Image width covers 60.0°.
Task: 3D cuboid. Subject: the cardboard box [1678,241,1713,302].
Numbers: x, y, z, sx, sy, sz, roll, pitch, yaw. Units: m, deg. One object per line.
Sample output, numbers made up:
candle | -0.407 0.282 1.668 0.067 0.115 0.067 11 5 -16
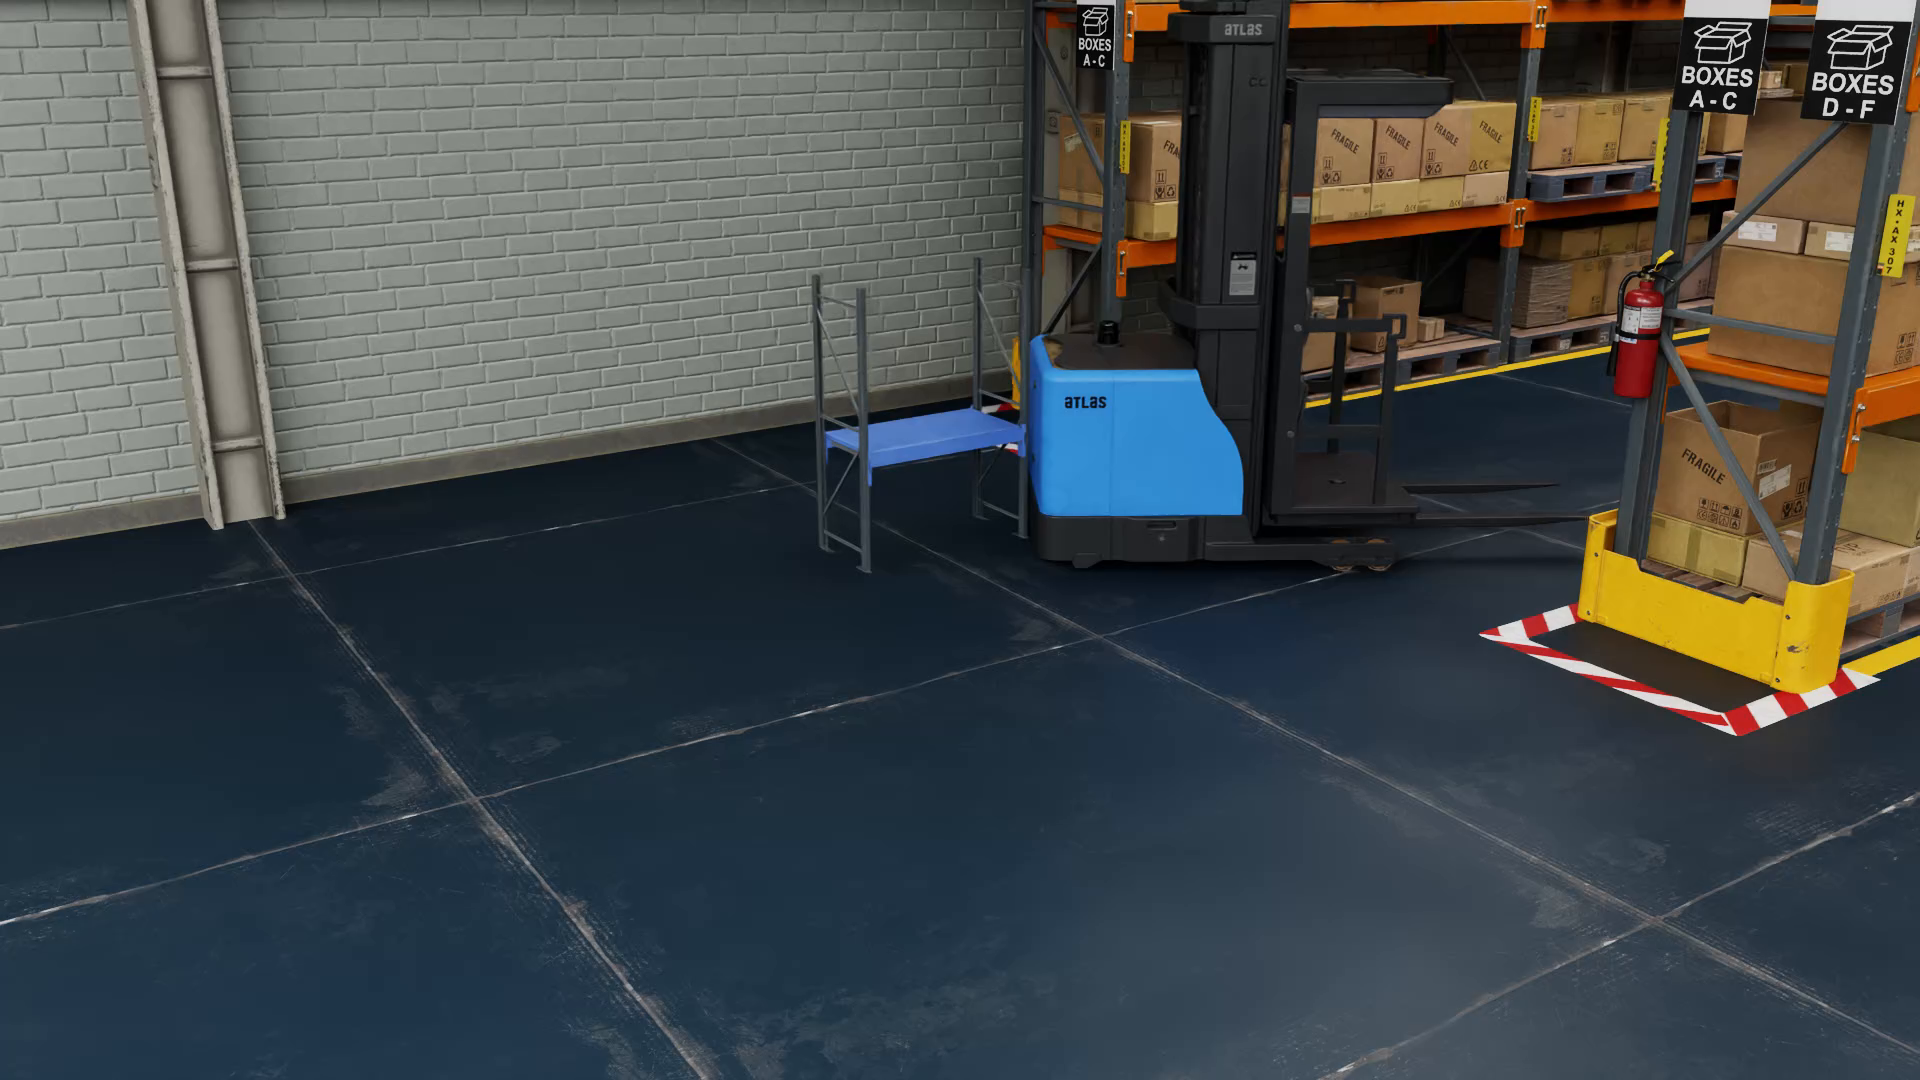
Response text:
cardboard box | 6.371 -2.489 15.141 0.500 0.500 0.700 -12 22 -31

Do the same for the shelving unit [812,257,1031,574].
shelving unit | -0.198 -0.693 8.952 1.048 1.500 0.538 -12 22 -32

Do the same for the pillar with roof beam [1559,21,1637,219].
pillar with roof beam | 8.244 -5.358 11.044 0.400 9.000 9.100 -12 22 -31

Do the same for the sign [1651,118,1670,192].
sign | 3.197 -1.740 7.532 0.005 0.325 0.100 -12 22 -31

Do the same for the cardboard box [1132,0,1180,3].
cardboard box | 1.174 -3.726 10.712 0.500 0.500 0.500 -11 22 -30

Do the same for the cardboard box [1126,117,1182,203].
cardboard box | 1.321 -2.554 11.147 0.500 0.500 0.500 -12 22 -31

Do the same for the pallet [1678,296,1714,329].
pallet | 6.785 -2.207 15.444 1.213 0.211 1.003 -12 22 -31

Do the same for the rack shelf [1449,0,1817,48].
rack shelf | 5.768 -4.394 13.997 4.000 0.370 1.077 -12 22 -31

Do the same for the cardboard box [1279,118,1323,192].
cardboard box | 2.174 -2.728 11.661 0.500 0.500 0.500 -13 22 -33

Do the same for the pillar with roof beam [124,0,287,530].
pillar with roof beam | -1.778 -3.245 4.792 0.400 9.000 9.100 -12 22 -31

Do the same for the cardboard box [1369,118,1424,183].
cardboard box | 3.032 -2.913 12.211 0.500 0.500 0.500 -13 22 -33

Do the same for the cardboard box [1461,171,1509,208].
cardboard box | 3.869 -2.735 12.854 0.500 0.250 0.500 -12 22 -31

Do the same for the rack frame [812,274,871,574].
rack frame | -0.620 -0.602 8.683 0.032 1.500 0.500 -12 22 -32

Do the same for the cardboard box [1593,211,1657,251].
cardboard box | 5.928 -2.729 14.678 0.500 0.250 0.500 -12 22 -32

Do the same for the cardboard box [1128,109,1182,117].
cardboard box | 1.459 -2.776 11.805 0.500 0.500 0.500 -12 22 -31

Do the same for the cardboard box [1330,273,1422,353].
cardboard box | 3.253 -1.792 13.077 0.500 0.500 0.500 -14 23 -35

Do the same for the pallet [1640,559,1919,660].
pallet | 4.100 0.243 8.196 1.213 0.211 1.003 -12 22 -31

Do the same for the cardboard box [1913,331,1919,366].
cardboard box | 4.317 -1.152 7.813 0.500 0.500 0.700 -11 22 -30

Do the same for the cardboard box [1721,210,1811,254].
cardboard box | 3.699 -1.405 7.548 0.250 0.149 0.380 -12 22 -32

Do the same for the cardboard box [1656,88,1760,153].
cardboard box | 6.599 -3.730 14.752 0.500 0.500 0.700 -14 23 -36

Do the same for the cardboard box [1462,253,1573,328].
cardboard box | 4.703 -2.119 14.046 0.500 0.500 0.700 -11 22 -30

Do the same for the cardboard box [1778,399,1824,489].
cardboard box | 4.596 -0.538 8.619 0.500 0.500 0.500 -12 22 -31

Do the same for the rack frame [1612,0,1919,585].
rack frame | 3.484 -0.932 7.318 0.127 3.000 1.000 -12 22 -31

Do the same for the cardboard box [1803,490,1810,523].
cardboard box | 4.181 -0.093 8.475 0.500 0.250 0.500 -12 22 -31

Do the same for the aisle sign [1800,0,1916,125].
aisle sign | 3.598 -2.070 6.625 0.004 0.787 0.394 -12 22 -31

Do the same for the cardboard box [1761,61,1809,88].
cardboard box | 7.674 -4.368 15.658 0.500 0.250 0.500 -11 22 -30

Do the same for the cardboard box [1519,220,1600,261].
cardboard box | 5.069 -2.553 14.158 0.500 0.250 0.500 -12 22 -33

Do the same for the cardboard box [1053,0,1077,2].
cardboard box | 0.966 -3.876 11.154 0.500 0.500 0.500 -10 21 -28

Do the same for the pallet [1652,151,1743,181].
pallet | 6.902 -3.421 14.979 1.003 0.211 1.213 -12 22 -31

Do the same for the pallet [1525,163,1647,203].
pallet | 4.816 -2.966 13.634 1.213 0.211 1.003 -12 22 -31

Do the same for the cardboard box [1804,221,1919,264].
cardboard box | 3.930 -1.298 7.233 0.250 0.149 0.380 -12 22 -32

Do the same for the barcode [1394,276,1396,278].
barcode | 3.514 -2.106 13.507 0.075 0.075 0.001 -12 22 -31

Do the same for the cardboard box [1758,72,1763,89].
cardboard box | 6.906 -4.099 14.831 0.250 0.149 0.380 -17 25 -40

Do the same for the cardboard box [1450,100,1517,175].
cardboard box | 3.873 -3.089 12.729 0.500 0.500 0.500 -12 22 -32

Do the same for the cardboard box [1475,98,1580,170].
cardboard box | 4.541 -3.297 13.471 0.500 0.500 0.700 -12 22 -31

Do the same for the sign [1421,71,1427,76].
sign | 3.789 -3.657 13.572 0.005 0.325 0.100 -12 22 -31

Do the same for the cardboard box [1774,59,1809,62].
cardboard box | 8.109 -4.458 15.925 0.500 0.250 0.500 -13 22 -33

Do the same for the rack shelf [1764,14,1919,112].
rack shelf | 5.155 -2.365 7.995 4.000 0.370 1.077 -12 22 -31

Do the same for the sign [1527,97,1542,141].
sign | 4.402 -3.227 12.756 0.005 0.325 0.100 -12 22 -31

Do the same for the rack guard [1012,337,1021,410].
rack guard | 0.820 -1.086 11.676 0.348 0.500 1.175 -12 22 -31

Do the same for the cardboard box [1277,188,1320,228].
cardboard box | 2.193 -2.379 11.802 0.500 0.250 0.500 -12 22 -32

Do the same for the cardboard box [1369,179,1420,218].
cardboard box | 3.036 -2.557 12.327 0.500 0.250 0.500 -12 22 -32

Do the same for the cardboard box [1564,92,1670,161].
cardboard box | 5.545 -3.518 14.125 0.500 0.500 0.700 -9 21 -24

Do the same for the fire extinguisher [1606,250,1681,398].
fire extinguisher | 3.130 -0.999 7.637 0.183 0.674 0.296 -12 22 -31

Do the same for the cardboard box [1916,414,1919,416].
cardboard box | 4.882 -0.399 8.207 0.500 0.500 0.500 -12 22 -31

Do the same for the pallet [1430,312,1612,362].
pallet | 4.747 -1.778 14.173 1.213 0.211 1.003 -12 22 -31

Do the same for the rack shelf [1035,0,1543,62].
rack shelf | 2.427 -3.689 11.913 4.000 0.370 1.077 -12 22 -31

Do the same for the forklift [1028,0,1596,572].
forklift | 1.906 -1.393 8.787 3.031 2.935 1.130 -1 19 -2

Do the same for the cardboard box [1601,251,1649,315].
cardboard box | 5.555 -2.303 14.589 0.500 0.500 0.700 -12 22 -31

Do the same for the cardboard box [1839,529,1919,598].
cardboard box | 4.470 0.048 8.058 0.500 0.250 0.500 -12 22 -31

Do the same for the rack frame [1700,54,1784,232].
rack frame | 7.438 -3.666 15.404 0.127 3.000 1.000 -12 22 -31
